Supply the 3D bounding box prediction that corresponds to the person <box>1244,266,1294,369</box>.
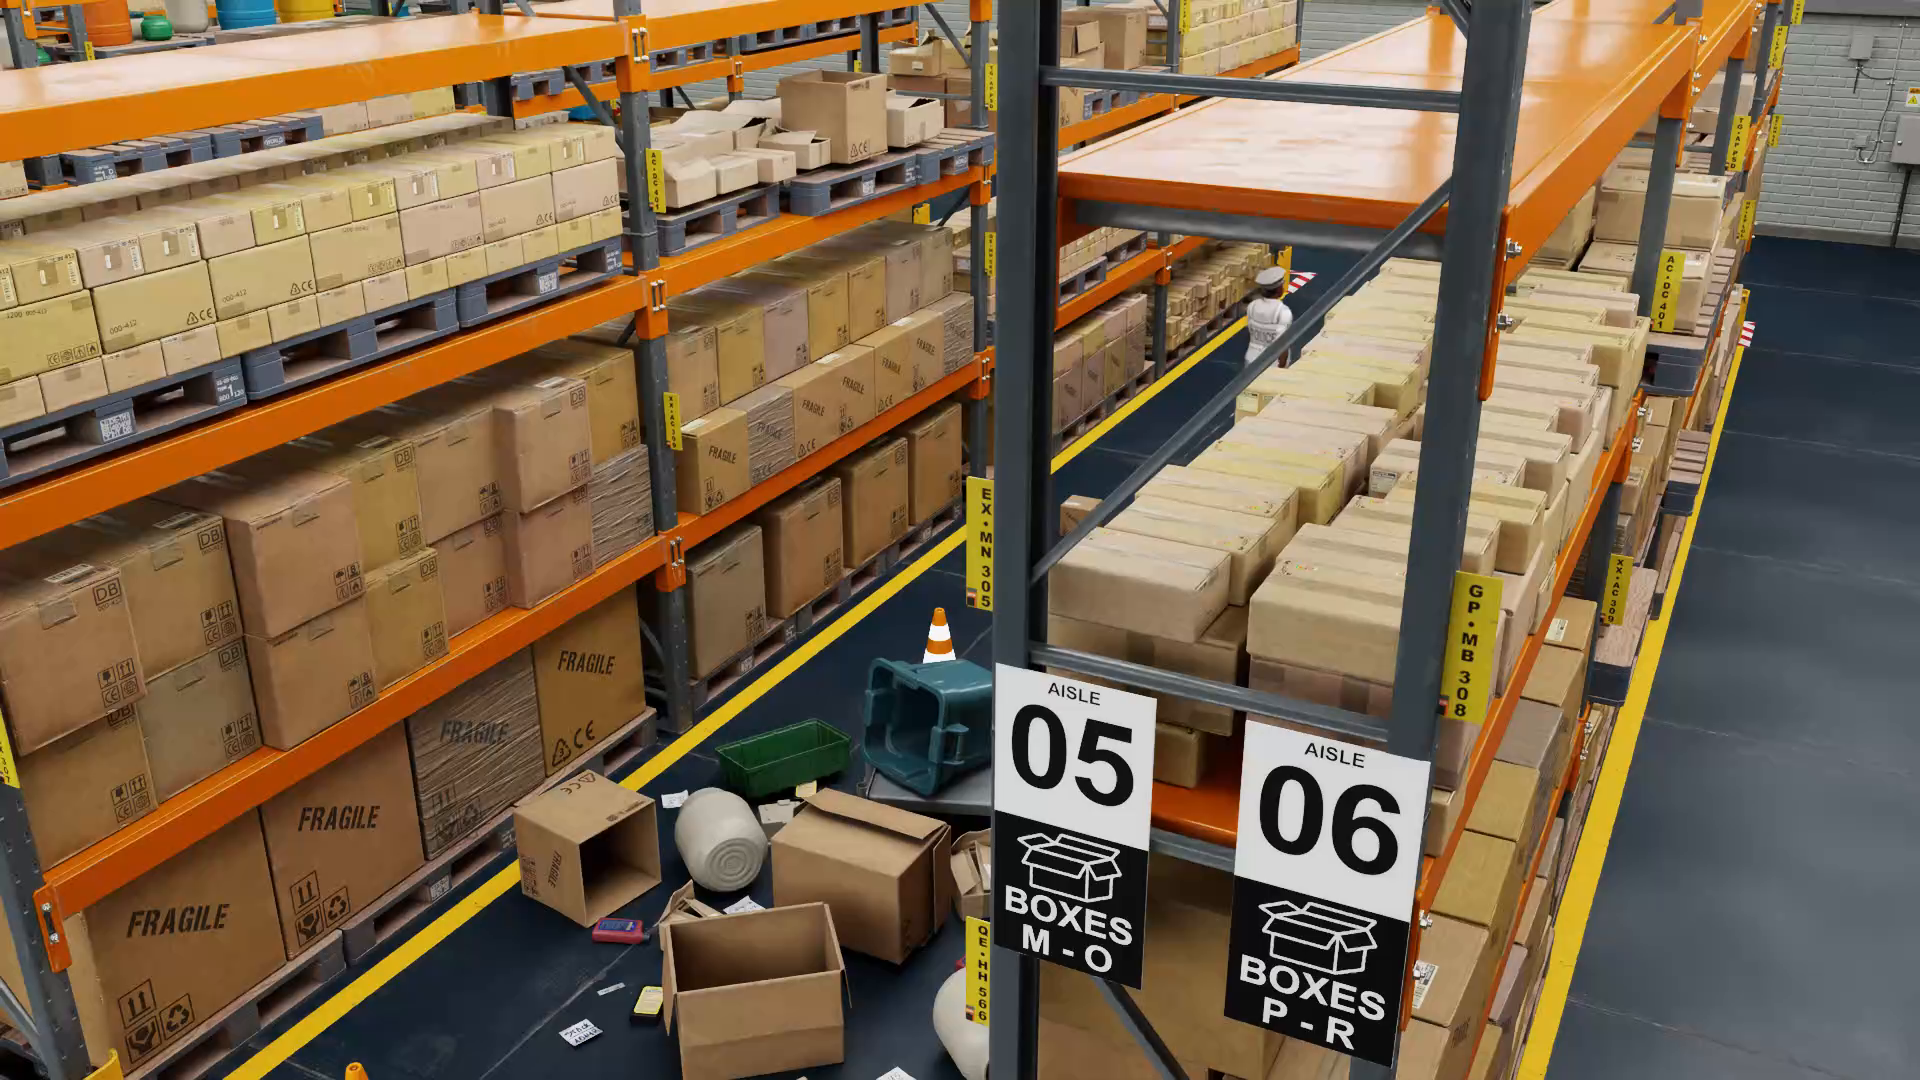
[{"bbox_3d":[2.605,-1.431,14.013,0.454,1.768,0.593,17,28,35],"label":"person"}]
